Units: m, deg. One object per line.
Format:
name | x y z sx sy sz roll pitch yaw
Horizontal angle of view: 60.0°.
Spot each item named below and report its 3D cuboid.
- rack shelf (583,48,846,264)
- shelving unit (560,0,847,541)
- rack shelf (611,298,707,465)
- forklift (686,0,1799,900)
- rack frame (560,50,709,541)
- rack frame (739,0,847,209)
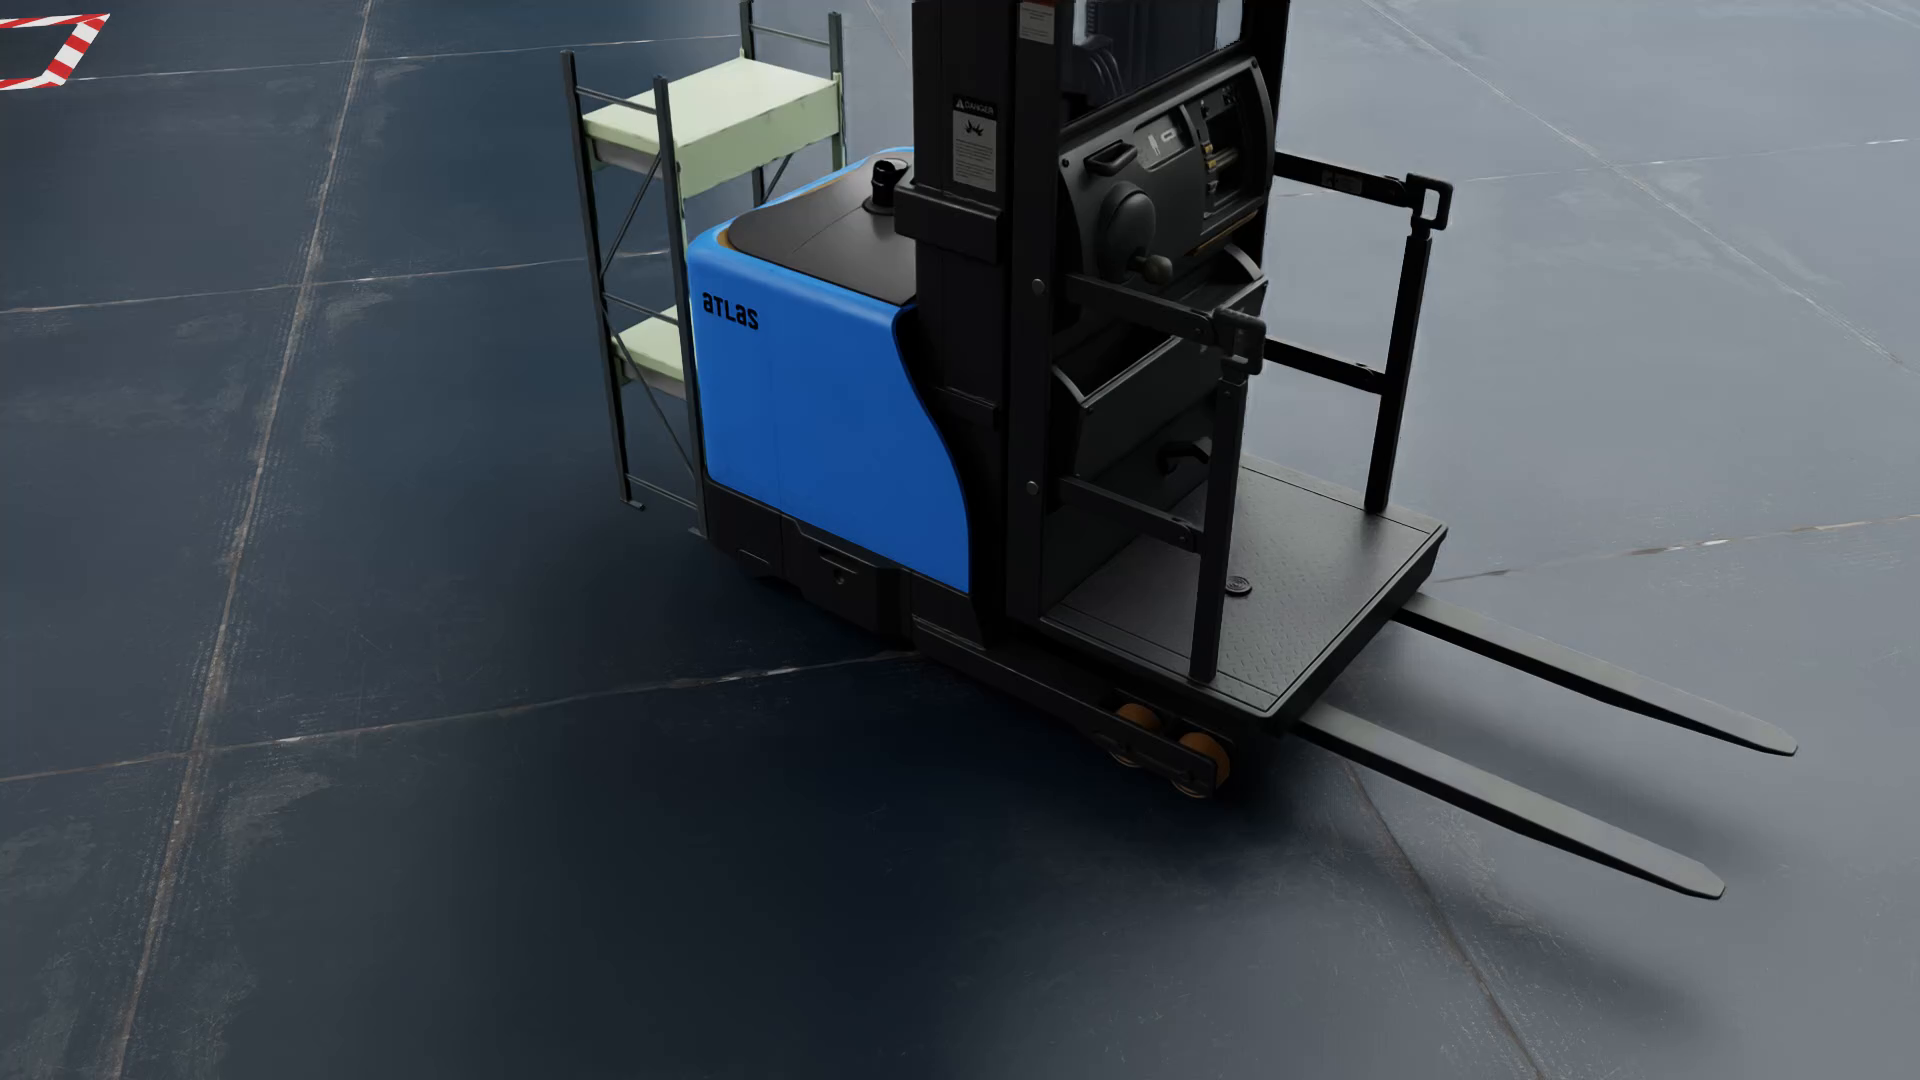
rack shelf | -0.741 -1.178 5.031 0.431 0.370 0.720 22 40 30
shelving unit | -0.741 -0.854 5.249 0.431 1.500 0.755 22 40 30
rack shelf | -0.741 -0.584 5.431 0.431 0.370 0.720 22 40 30
forklift | 0.694 -0.885 4.010 3.031 2.935 1.130 23 40 30
rack frame | -0.959 -0.690 5.005 0.400 1.500 0.023 22 40 30
rack frame | -0.522 -1.018 5.493 0.400 1.500 0.023 22 40 30
